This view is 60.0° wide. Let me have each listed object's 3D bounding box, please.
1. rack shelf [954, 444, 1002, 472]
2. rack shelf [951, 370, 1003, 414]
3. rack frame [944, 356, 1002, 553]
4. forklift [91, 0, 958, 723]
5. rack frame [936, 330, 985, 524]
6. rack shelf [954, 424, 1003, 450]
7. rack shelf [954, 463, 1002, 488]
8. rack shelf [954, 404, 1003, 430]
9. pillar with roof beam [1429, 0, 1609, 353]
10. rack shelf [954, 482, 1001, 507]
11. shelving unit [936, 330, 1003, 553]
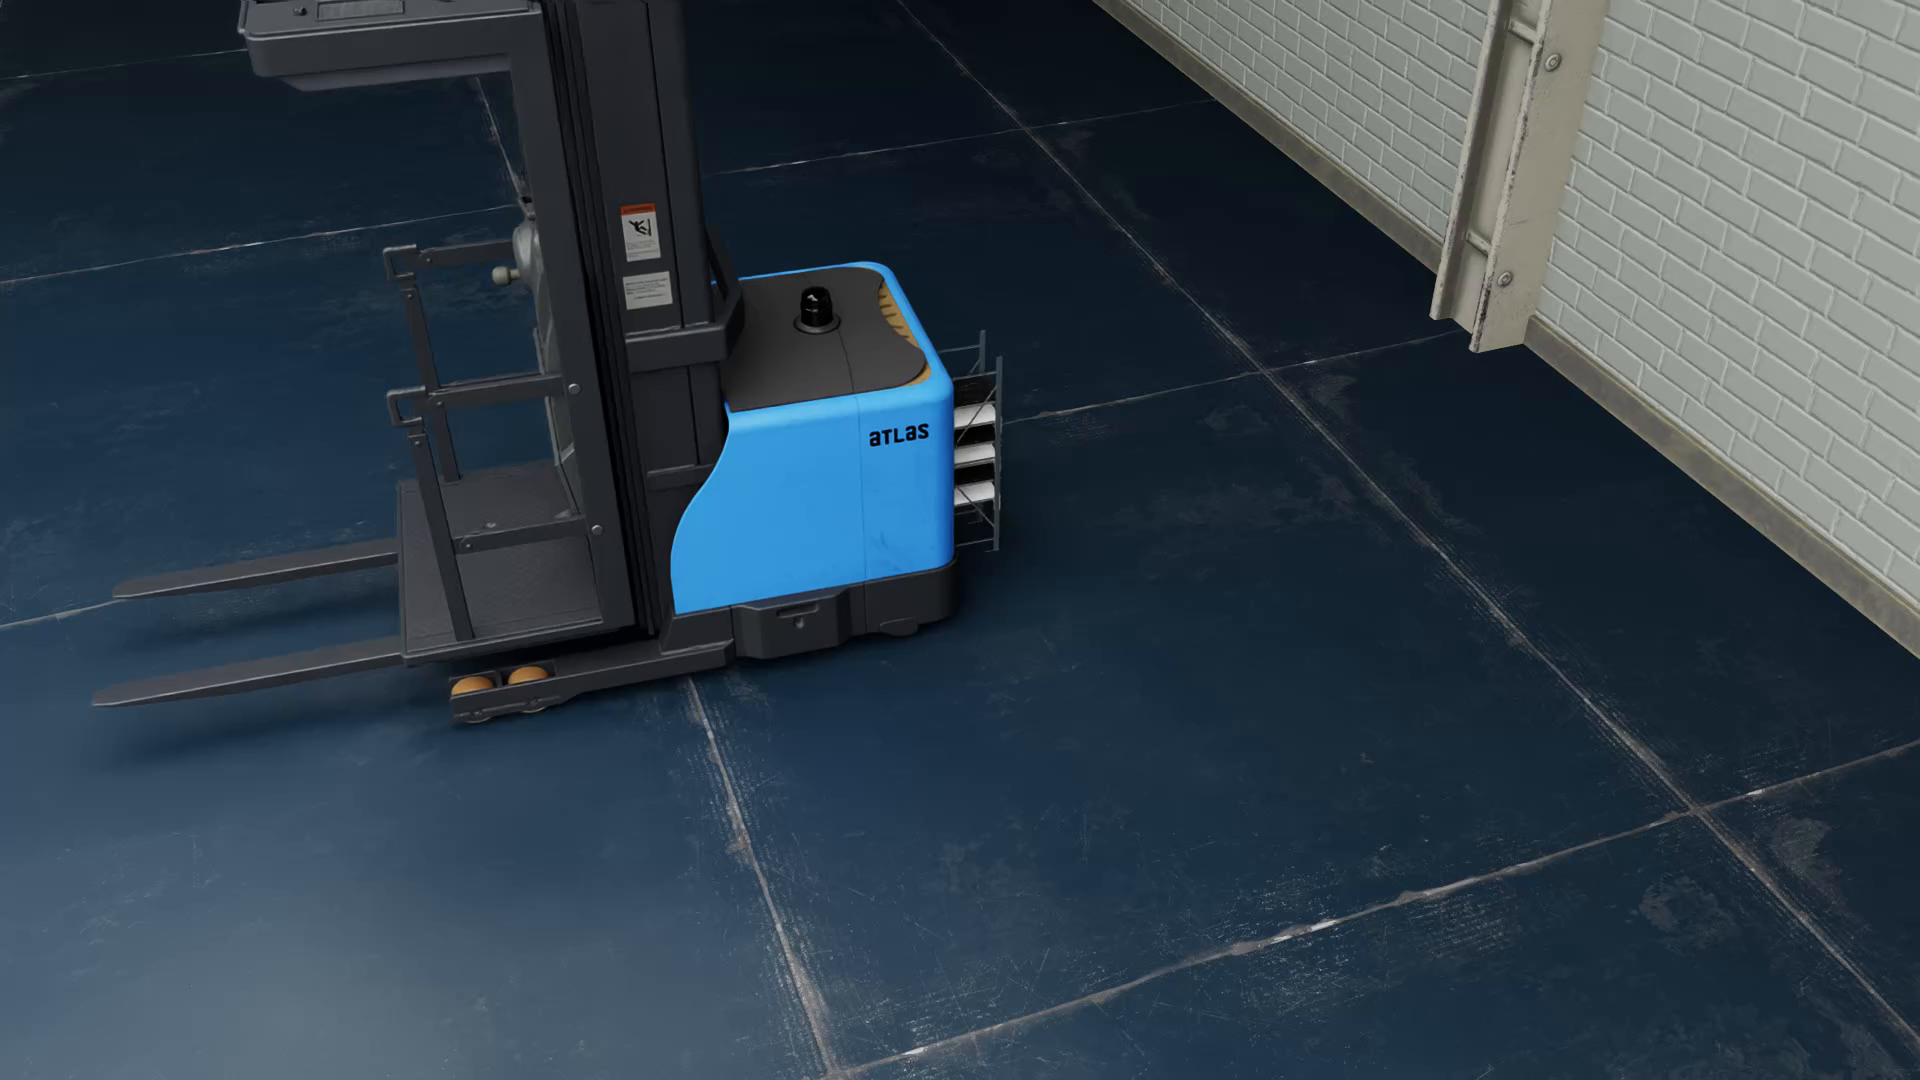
[{"bbox_3d":[0.011,-0.330,6.495,0.258,0.077,0.200,-10,38,-14],"label":"rack shelf"},{"bbox_3d":[0.011,-0.545,6.333,0.258,0.077,0.200,-10,38,-14],"label":"rack shelf"},{"bbox_3d":[0.041,-0.298,6.397,0.240,0.900,0.006,-10,38,-14],"label":"rack frame"},{"bbox_3d":[-1.582,-0.878,5.479,3.031,2.935,1.130,-10,38,-13],"label":"forklift"},{"bbox_3d":[-0.019,-0.415,6.553,0.240,0.900,0.006,-10,38,-14],"label":"rack frame"},{"bbox_3d":[0.011,-0.402,6.441,0.258,0.077,0.200,-10,38,-14],"label":"rack shelf"},{"bbox_3d":[0.011,-0.258,6.549,0.258,0.077,0.200,-10,38,-14],"label":"rack shelf"},{"bbox_3d":[0.011,-0.473,6.387,0.258,0.077,0.200,-10,38,-14],"label":"rack shelf"},{"bbox_3d":[-1.510,-3.738,4.233,9.100,9.000,0.400,-12,39,-16],"label":"pillar with roof beam"},{"bbox_3d":[0.011,-0.186,6.603,0.258,0.077,0.200,-10,38,-14],"label":"rack shelf"},{"bbox_3d":[0.011,-0.356,6.475,0.258,0.900,0.210,-10,38,-14],"label":"shelving unit"}]
